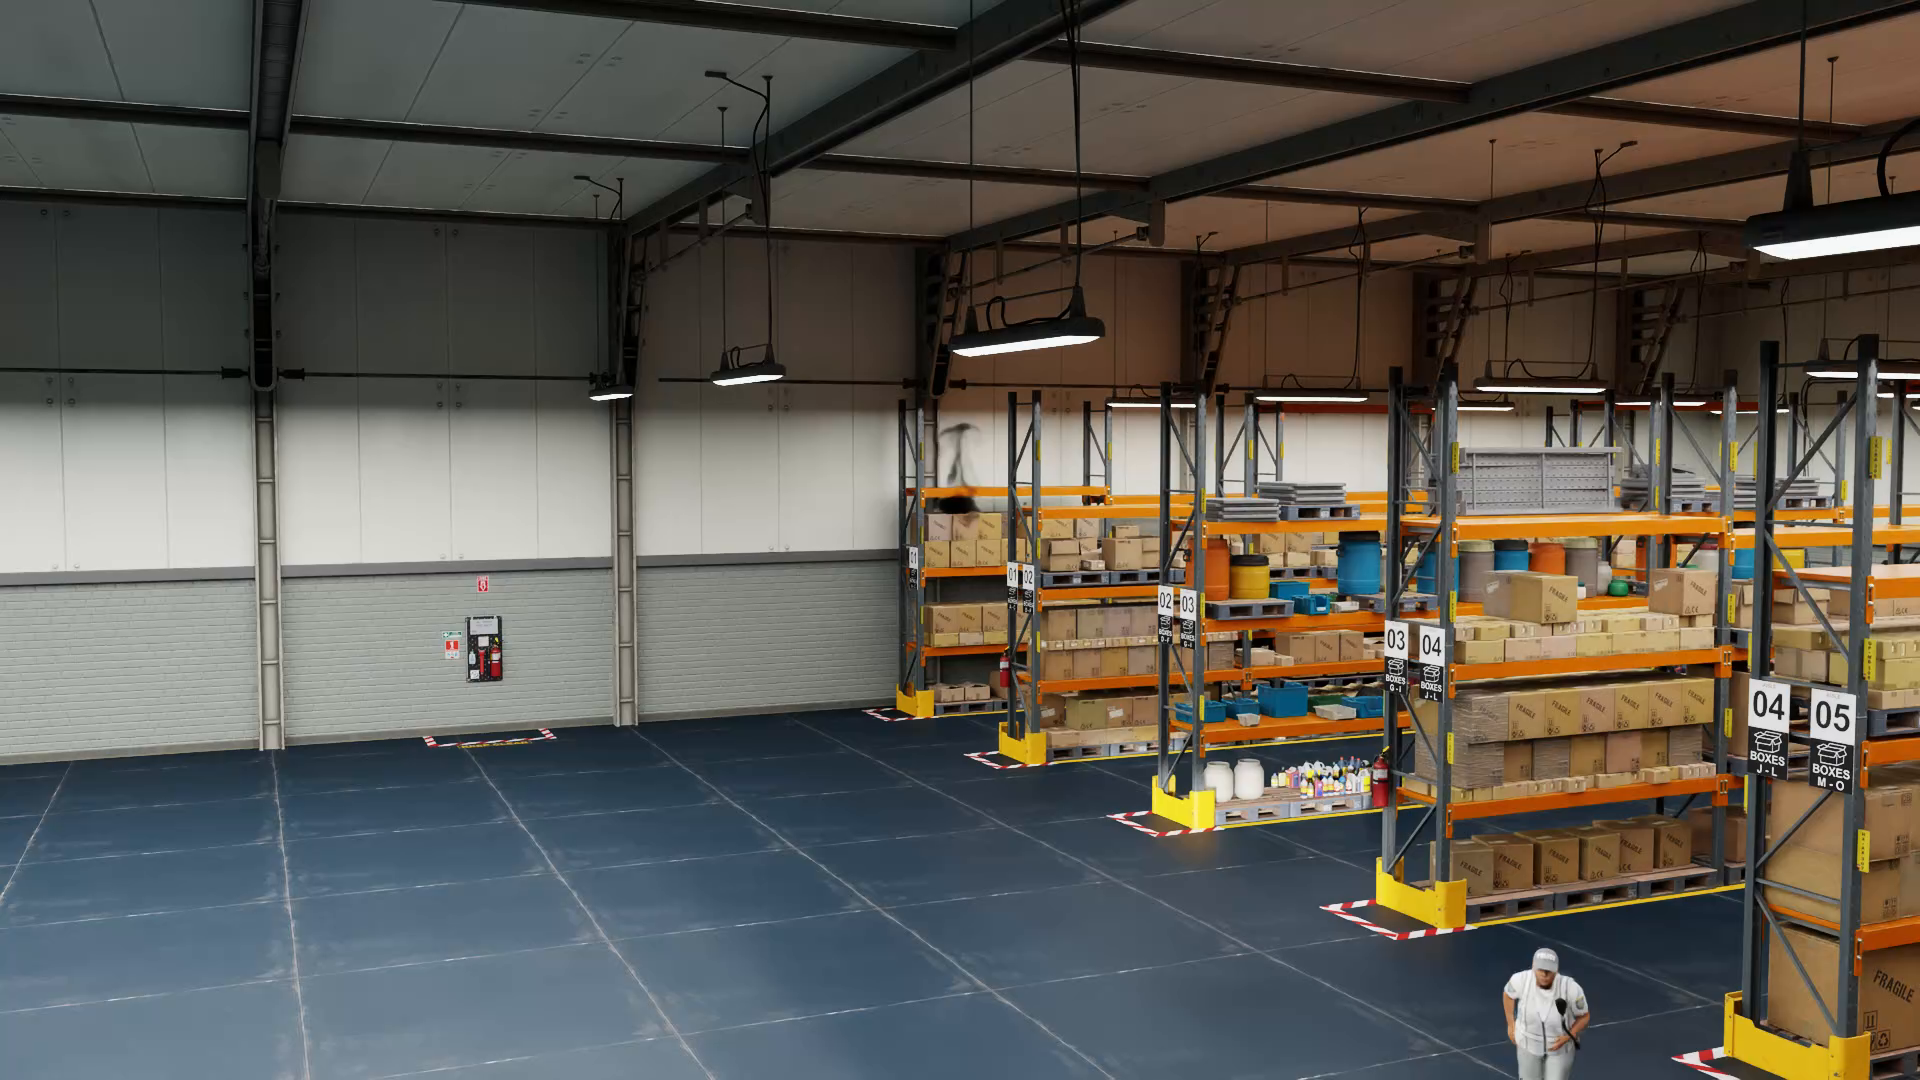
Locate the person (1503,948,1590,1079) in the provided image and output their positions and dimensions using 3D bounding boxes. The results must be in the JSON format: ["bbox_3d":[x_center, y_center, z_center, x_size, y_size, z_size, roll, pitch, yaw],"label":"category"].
[{"bbox_3d":[4.230,3.687,12.022,0.599,1.603,0.765,1,4,20],"label":"person"}]
